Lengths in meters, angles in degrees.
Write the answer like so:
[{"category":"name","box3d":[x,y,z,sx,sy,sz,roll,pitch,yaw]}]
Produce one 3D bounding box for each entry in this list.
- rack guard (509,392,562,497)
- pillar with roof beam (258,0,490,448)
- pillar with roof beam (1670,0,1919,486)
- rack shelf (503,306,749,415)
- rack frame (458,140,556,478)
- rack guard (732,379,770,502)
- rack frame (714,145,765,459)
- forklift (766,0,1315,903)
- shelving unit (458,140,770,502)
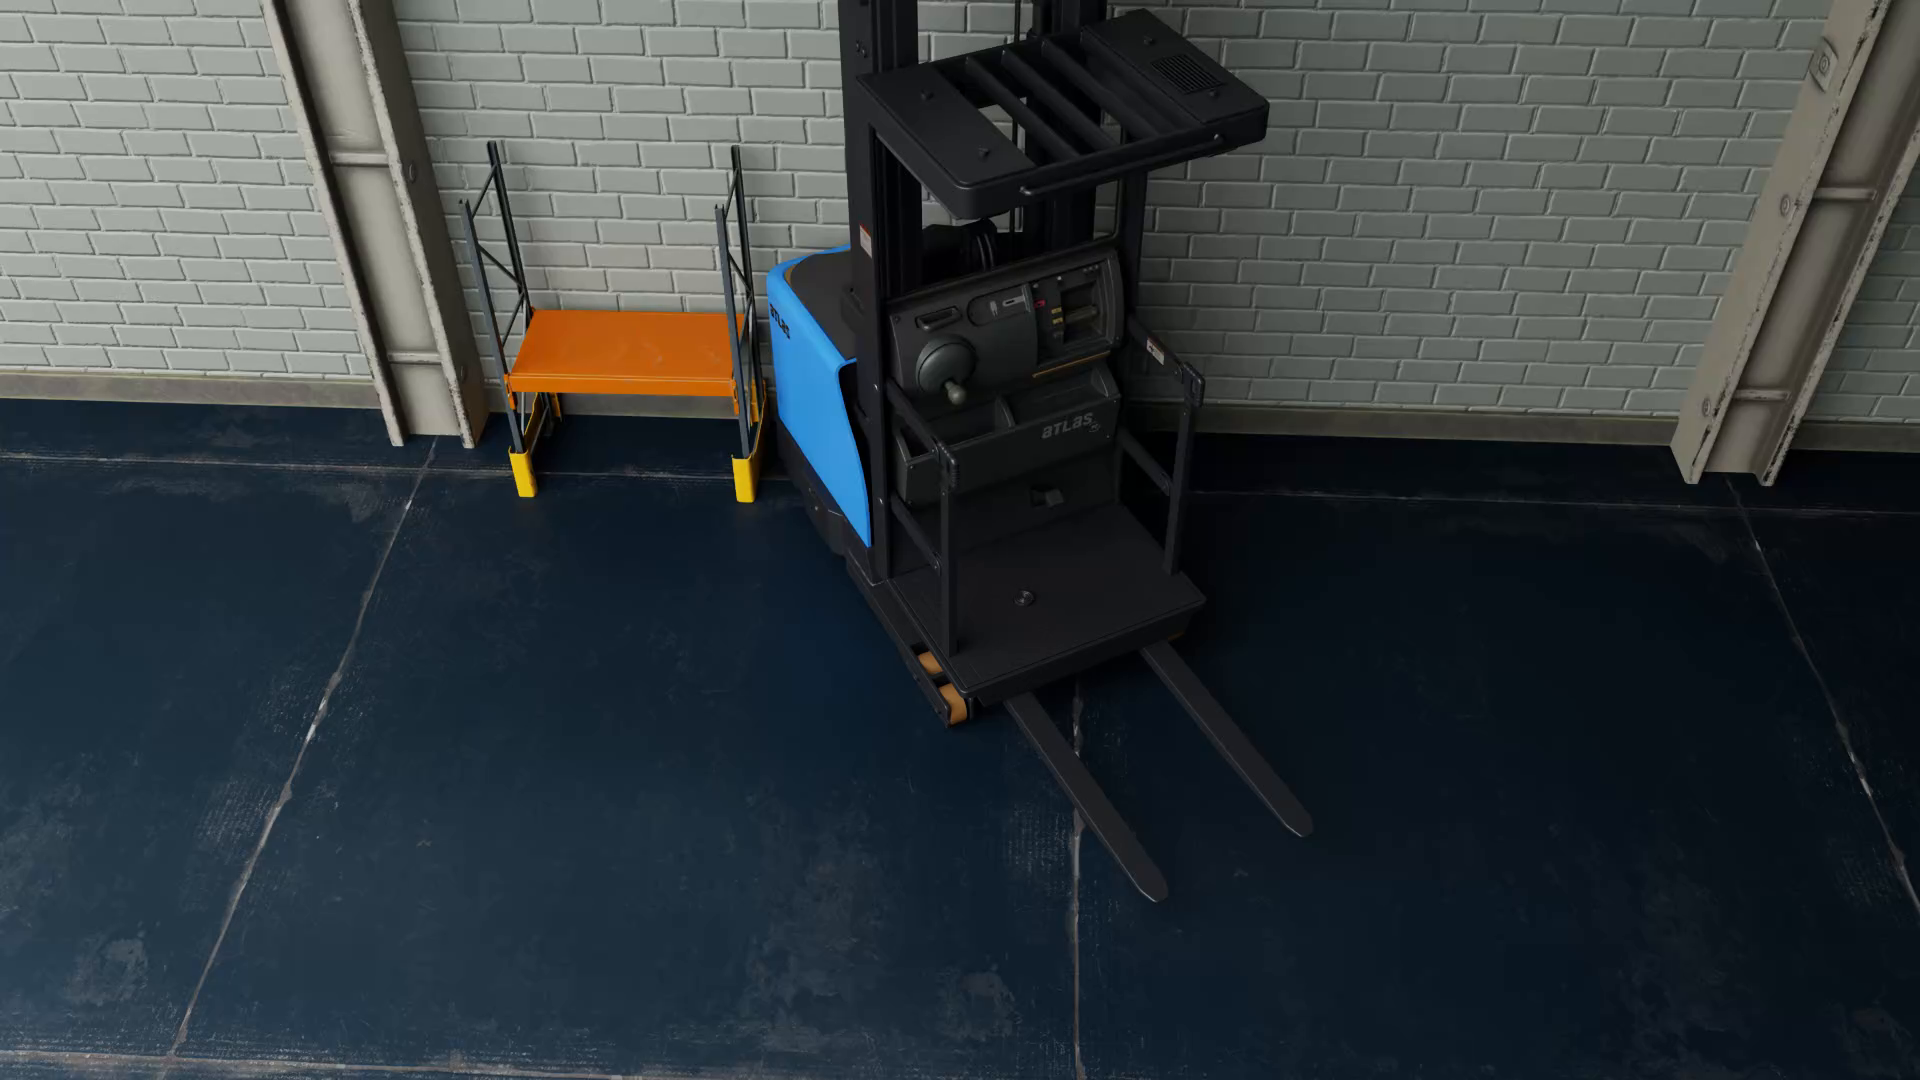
[{"category":"rack guard","box3d":[-1.955,-0.487,7.675,0.087,0.250,0.587,1,43,2]},{"category":"pillar with roof beam","box3d":[-2.658,-0.903,1.703,0.400,9.000,9.100,2,43,2]},{"category":"pillar with roof beam","box3d":[3.336,-0.719,1.505,0.400,9.000,9.100,2,43,2]},{"category":"rack shelf","box3d":[-1.448,-0.800,7.357,1.000,0.185,0.538,1,43,2]},{"category":"rack frame","box3d":[-1.956,-0.944,7.249,0.032,1.500,0.500,1,43,2]},{"category":"rack guard","box3d":[-0.959,-0.462,7.648,0.087,0.250,0.587,1,43,2]},{"category":"rack frame","box3d":[-0.940,-0.919,7.221,0.032,1.500,0.500,1,43,2]},{"category":"forklift","box3d":[0.281,-0.694,5.930,1.130,2.935,3.031,-19,46,-19]},{"category":"shelving unit","box3d":[-1.457,-0.932,7.235,1.083,1.500,0.587,1,43,2]}]
